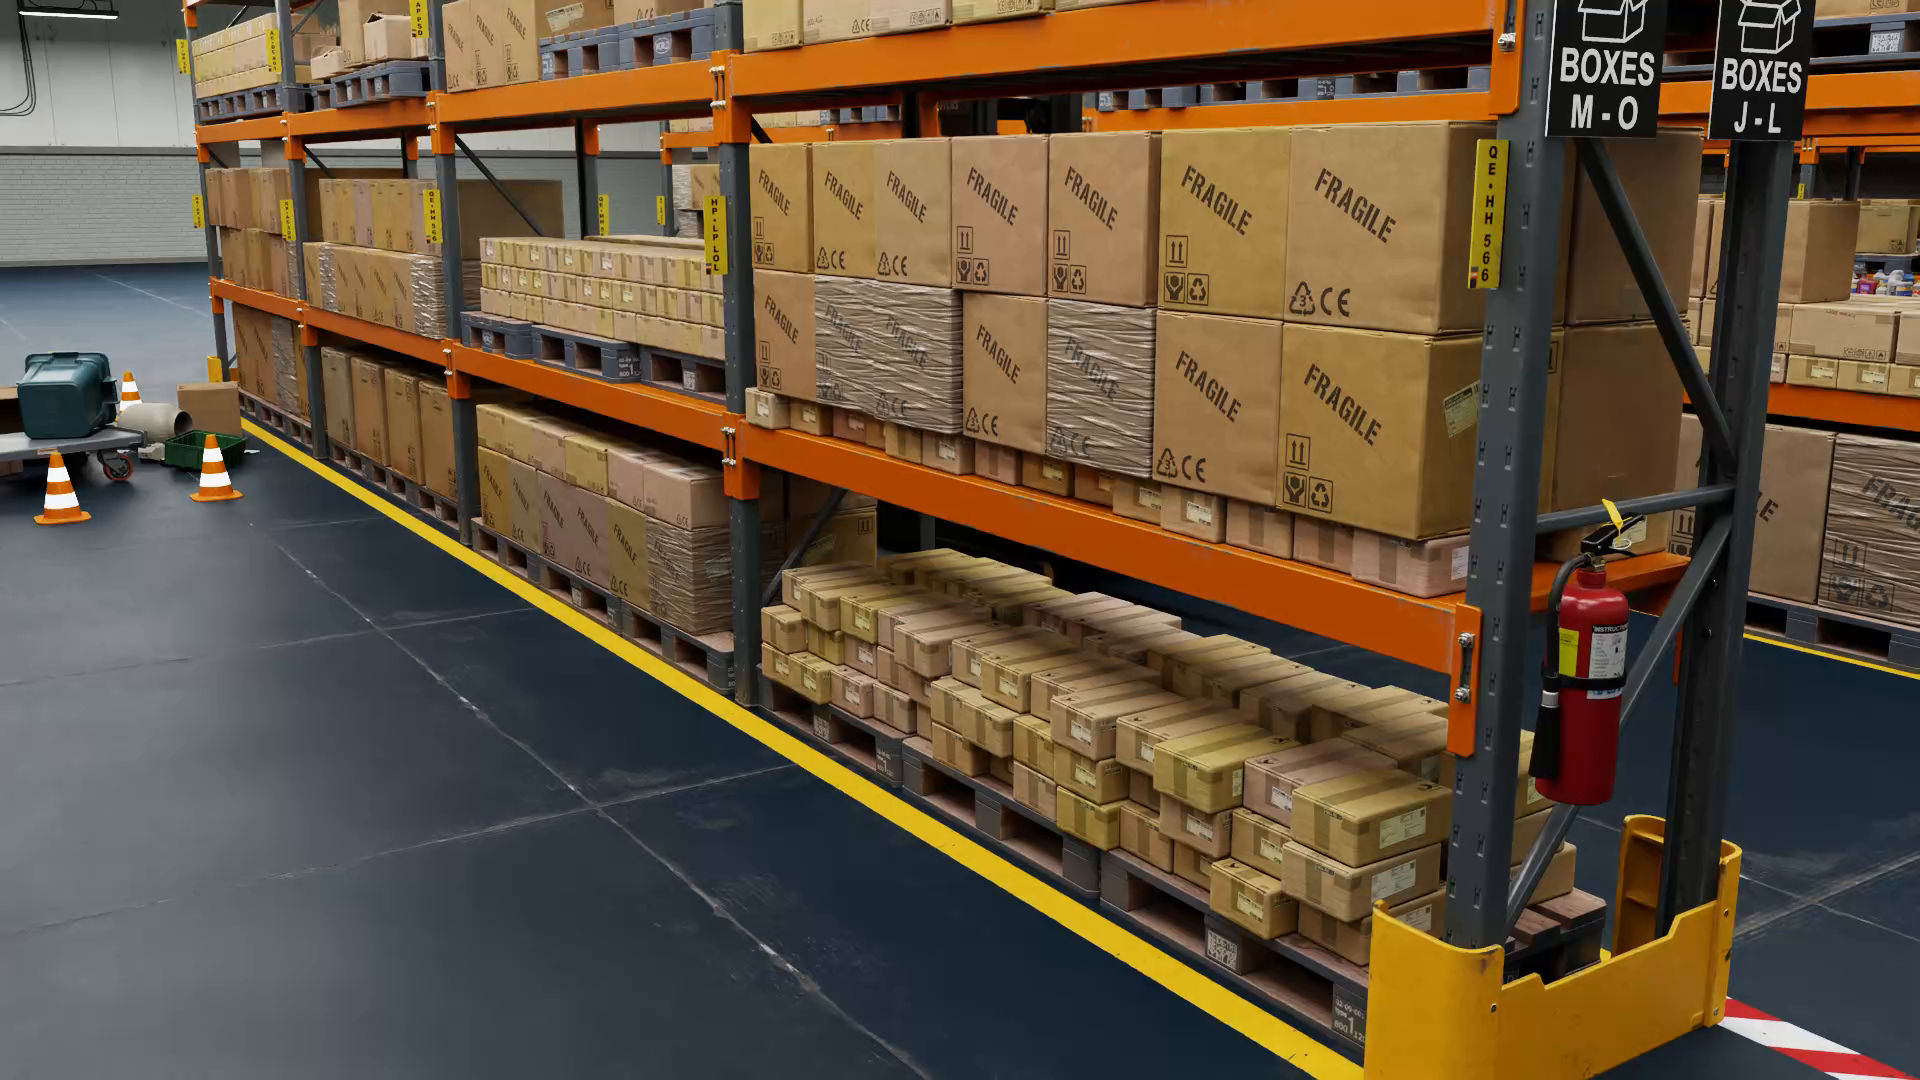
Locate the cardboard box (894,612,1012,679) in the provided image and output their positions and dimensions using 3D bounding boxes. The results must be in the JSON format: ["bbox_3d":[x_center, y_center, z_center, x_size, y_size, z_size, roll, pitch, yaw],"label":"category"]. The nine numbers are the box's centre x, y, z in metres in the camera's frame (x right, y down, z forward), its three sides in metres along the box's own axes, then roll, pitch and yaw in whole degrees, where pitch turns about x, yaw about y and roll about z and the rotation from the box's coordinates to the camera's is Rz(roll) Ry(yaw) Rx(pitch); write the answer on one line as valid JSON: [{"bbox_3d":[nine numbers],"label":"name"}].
[{"bbox_3d":[-0.026,0.398,6.319,0.380,0.149,0.250,-8,15,-32],"label":"cardboard box"}]

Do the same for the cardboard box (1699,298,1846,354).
[{"bbox_3d":[4.225,-1.125,8.638,0.500,0.250,0.500,-8,14,-31],"label":"cardboard box"}]

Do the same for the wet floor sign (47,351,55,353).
[{"bbox_3d":[-8.878,-1.533,16.364,0.267,0.644,0.232,-12,17,-42],"label":"wet floor sign"}]

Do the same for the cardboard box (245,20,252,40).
[{"bbox_3d":[-5.882,-4.349,14.211,0.380,0.149,0.250,-8,15,-32],"label":"cardboard box"}]

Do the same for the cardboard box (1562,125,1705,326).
[{"bbox_3d":[1.623,-0.861,4.508,0.500,0.500,0.500,-8,15,-33],"label":"cardboard box"}]

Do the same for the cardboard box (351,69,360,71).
[{"bbox_3d":[-4.137,-3.497,11.909,0.396,0.266,0.258,-8,15,-33],"label":"cardboard box"}]

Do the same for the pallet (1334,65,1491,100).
[{"bbox_3d":[3.071,-2.877,10.422,0.805,0.209,1.217,-9,15,-35],"label":"pallet"}]

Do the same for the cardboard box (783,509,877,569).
[{"bbox_3d":[-0.754,0.075,8.368,0.500,0.500,0.500,-7,14,-31],"label":"cardboard box"}]

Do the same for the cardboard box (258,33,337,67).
[{"bbox_3d":[-5.484,-4.050,13.777,0.500,0.250,0.500,-8,15,-33],"label":"cardboard box"}]

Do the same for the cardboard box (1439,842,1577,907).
[{"bbox_3d":[1.627,0.989,5.007,0.380,0.149,0.250,-8,15,-32],"label":"cardboard box"}]

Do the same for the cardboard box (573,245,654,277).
[{"bbox_3d":[-1.822,-1.480,8.819,0.380,0.149,0.250,-8,15,-34],"label":"cardboard box"}]

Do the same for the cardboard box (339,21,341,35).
[{"bbox_3d":[-5.059,-4.338,14.160,0.380,0.149,0.250,-8,15,-33],"label":"cardboard box"}]

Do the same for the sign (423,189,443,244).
[{"bbox_3d":[-3.242,-1.989,10.227,0.100,0.325,0.005,-8,15,-33],"label":"sign"}]

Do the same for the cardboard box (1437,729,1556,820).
[{"bbox_3d":[1.643,0.696,4.954,0.380,0.149,0.250,-9,15,-35],"label":"cardboard box"}]

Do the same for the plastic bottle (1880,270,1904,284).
[{"bbox_3d":[7.601,-2.066,13.578,0.152,0.276,0.135,-8,15,-33],"label":"plastic bottle"}]

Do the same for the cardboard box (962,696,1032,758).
[{"bbox_3d":[0.232,0.639,5.914,0.380,0.149,0.250,-8,15,-32],"label":"cardboard box"}]

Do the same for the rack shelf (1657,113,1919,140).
[{"bbox_3d":[6.635,-3.404,14.067,1.077,0.370,4.000,-8,15,-33],"label":"rack shelf"}]

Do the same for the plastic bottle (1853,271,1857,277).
[{"bbox_3d":[7.081,-2.052,13.338,0.144,0.351,0.185,-8,15,-33],"label":"plastic bottle"}]

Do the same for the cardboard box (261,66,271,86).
[{"bbox_3d":[-5.605,-3.870,13.886,0.380,0.149,0.250,-8,15,-32],"label":"cardboard box"}]

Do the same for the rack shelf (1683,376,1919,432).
[{"bbox_3d":[4.728,-0.641,8.454,1.077,0.370,4.000,-8,15,-33],"label":"rack shelf"}]

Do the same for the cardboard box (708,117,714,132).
[{"bbox_3d":[-2.415,-4.578,18.105,0.500,0.250,0.500,-8,15,-33],"label":"cardboard box"}]

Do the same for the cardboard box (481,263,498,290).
[{"bbox_3d":[-2.681,-1.608,10.103,0.380,0.149,0.250,-7,14,-30],"label":"cardboard box"}]

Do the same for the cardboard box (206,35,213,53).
[{"bbox_3d":[-6.874,-4.667,15.664,0.380,0.149,0.250,-8,15,-32],"label":"cardboard box"}]

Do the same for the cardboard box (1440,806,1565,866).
[{"bbox_3d":[1.574,0.851,4.941,0.380,0.149,0.250,-7,14,-30],"label":"cardboard box"}]

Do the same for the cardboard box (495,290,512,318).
[{"bbox_3d":[-2.553,-1.421,9.945,0.380,0.149,0.250,-7,14,-30],"label":"cardboard box"}]

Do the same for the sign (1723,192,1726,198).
[{"bbox_3d":[11.111,-4.887,24.160,0.100,0.325,0.005,-8,15,-33],"label":"sign"}]

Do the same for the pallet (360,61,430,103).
[{"bbox_3d":[-3.182,-2.971,10.849,1.213,0.211,1.003,-7,14,-30],"label":"pallet"}]

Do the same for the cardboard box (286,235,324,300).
[{"bbox_3d":[-5.212,-2.339,14.185,0.875,0.550,0.550,-8,15,-33],"label":"cardboard box"}]

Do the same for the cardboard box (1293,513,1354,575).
[{"bbox_3d":[1.128,-0.018,4.510,0.380,0.149,0.250,-8,15,-33],"label":"cardboard box"}]

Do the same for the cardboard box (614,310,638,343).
[{"bbox_3d":[-1.529,-1.092,8.441,0.380,0.149,0.250,-9,15,-35],"label":"cardboard box"}]

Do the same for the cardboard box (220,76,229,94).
[{"bbox_3d":[-6.592,-4.186,15.332,0.380,0.149,0.250,-8,15,-33],"label":"cardboard box"}]

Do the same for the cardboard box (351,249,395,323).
[{"bbox_3d":[-4.094,-1.856,12.092,0.500,0.500,0.500,-8,15,-32],"label":"cardboard box"}]

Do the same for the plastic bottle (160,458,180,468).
[{"bbox_3d":[-6.407,-0.636,13.629,0.283,0.061,0.133,6,14,26],"label":"plastic bottle"}]

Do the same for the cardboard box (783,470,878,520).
[{"bbox_3d":[-0.755,-0.292,8.287,0.500,0.250,0.500,-9,15,-35],"label":"cardboard box"}]

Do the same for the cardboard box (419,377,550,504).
[{"bbox_3d":[-3.044,-0.715,11.394,1.050,0.750,0.750,-8,15,-34],"label":"cardboard box"}]

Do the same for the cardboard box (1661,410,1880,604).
[{"bbox_3d":[4.418,-0.228,8.874,0.875,0.875,0.875,-8,15,-33],"label":"cardboard box"}]

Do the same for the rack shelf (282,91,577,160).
[{"bbox_3d":[-3.890,-2.960,12.037,1.077,0.370,4.000,-8,15,-33],"label":"rack shelf"}]

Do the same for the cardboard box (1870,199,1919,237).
[{"bbox_3d":[12.797,-4.383,22.620,0.700,0.500,0.500,-8,15,-33],"label":"cardboard box"}]

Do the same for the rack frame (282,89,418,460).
[{"bbox_3d":[-4.998,-2.201,13.907,1.000,3.000,0.127,-8,15,-33],"label":"rack frame"}]

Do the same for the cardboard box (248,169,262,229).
[{"bbox_3d":[-6.060,-3.162,15.419,0.875,0.550,0.500,-8,15,-33],"label":"cardboard box"}]

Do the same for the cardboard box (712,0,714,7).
[{"bbox_3d":[-0.684,-2.578,7.393,0.700,0.500,0.500,-8,15,-33],"label":"cardboard box"}]

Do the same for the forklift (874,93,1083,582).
[{"bbox_3d":[0.656,-1.269,9.806,1.130,2.935,3.031,-10,16,-40],"label":"forklift"}]

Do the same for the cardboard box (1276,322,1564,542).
[{"bbox_3d":[1.188,-0.311,4.332,0.500,0.500,0.500,-8,15,-32],"label":"cardboard box"}]

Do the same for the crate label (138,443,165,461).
[{"bbox_3d":[-6.702,-0.732,13.890,0.250,0.136,0.298,4,13,16],"label":"crate label"}]

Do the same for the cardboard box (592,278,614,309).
[{"bbox_3d":[-1.684,-1.288,8.638,0.380,0.149,0.250,-8,15,-33],"label":"cardboard box"}]

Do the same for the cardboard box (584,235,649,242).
[{"bbox_3d":[-2.128,-1.830,10.422,0.380,0.149,0.250,-9,15,-35],"label":"cardboard box"}]

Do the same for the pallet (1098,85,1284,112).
[{"bbox_3d":[1.805,-3.324,12.461,1.213,0.211,1.003,-7,14,-30],"label":"pallet"}]

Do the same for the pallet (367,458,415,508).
[{"bbox_3d":[-3.827,-0.494,12.625,1.003,0.211,1.213,-8,15,-33],"label":"pallet"}]

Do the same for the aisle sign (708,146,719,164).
[{"bbox_3d":[-2.813,-4.798,19.698,0.394,0.787,0.004,-8,15,-33],"label":"aisle sign"}]

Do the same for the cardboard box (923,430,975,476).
[{"bbox_3d":[0.089,-0.338,5.976,0.380,0.149,0.250,-7,14,-30],"label":"cardboard box"}]

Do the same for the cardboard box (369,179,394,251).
[{"bbox_3d":[-3.873,-2.380,12.149,0.700,0.500,0.500,-8,15,-33],"label":"cardboard box"}]

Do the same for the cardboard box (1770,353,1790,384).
[{"bbox_3d":[4.225,-0.903,8.556,0.380,0.149,0.250,-8,15,-32],"label":"cardboard box"}]

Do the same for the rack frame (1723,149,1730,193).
[{"bbox_3d":[11.558,-4.529,24.553,1.000,3.000,0.127,-8,15,-33],"label":"rack frame"}]

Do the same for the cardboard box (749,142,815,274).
[{"bbox_3d":[-0.518,-1.352,6.753,0.500,0.500,0.500,-8,14,-31],"label":"cardboard box"}]

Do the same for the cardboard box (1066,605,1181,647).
[{"bbox_3d":[0.632,0.374,6.428,0.380,0.149,0.250,-9,15,-35],"label":"cardboard box"}]

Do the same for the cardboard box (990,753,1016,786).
[{"bbox_3d":[0.331,0.775,5.985,0.380,0.149,0.250,-8,14,-31],"label":"cardboard box"}]

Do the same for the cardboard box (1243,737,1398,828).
[{"bbox_3d":[1.055,0.714,4.873,0.380,0.149,0.250,-8,15,-32],"label":"cardboard box"}]

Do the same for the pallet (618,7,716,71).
[{"bbox_3d":[-0.819,-2.275,7.660,1.213,0.211,1.003,-8,15,-33],"label":"pallet"}]
